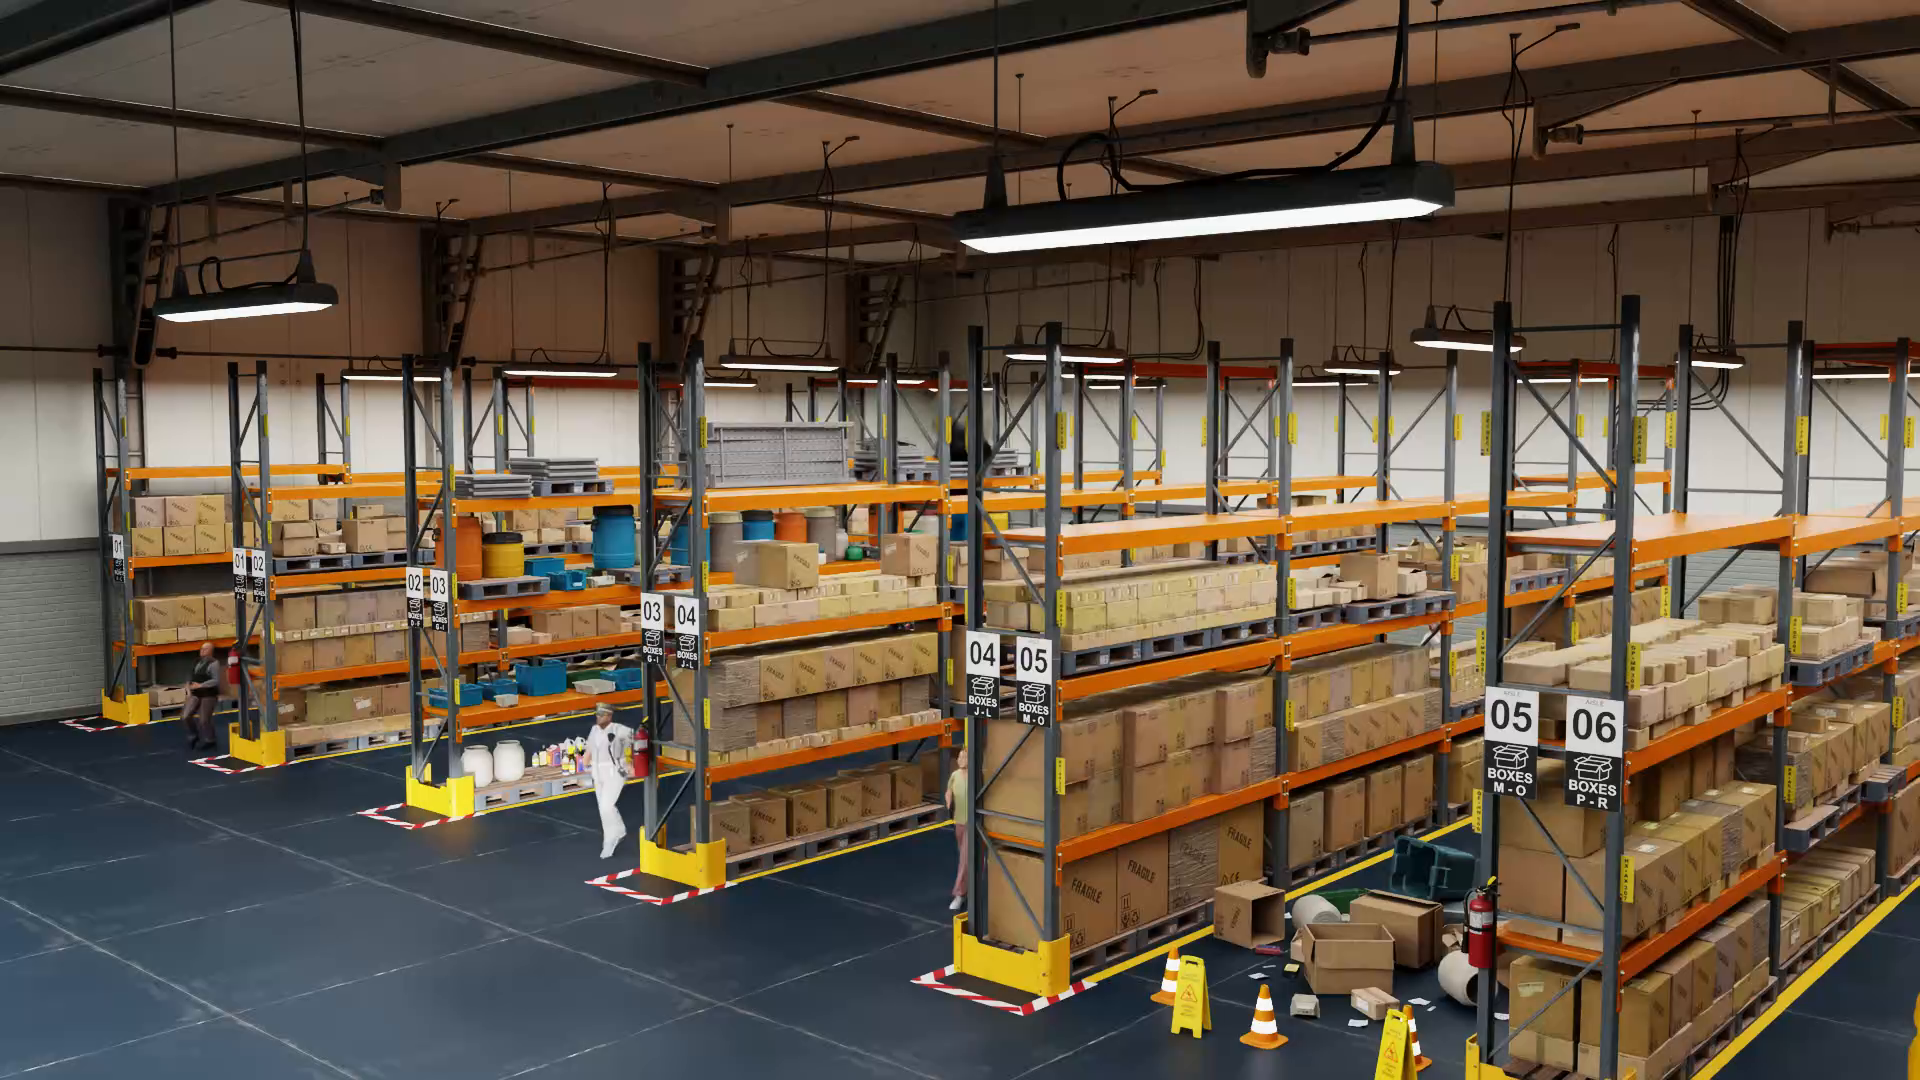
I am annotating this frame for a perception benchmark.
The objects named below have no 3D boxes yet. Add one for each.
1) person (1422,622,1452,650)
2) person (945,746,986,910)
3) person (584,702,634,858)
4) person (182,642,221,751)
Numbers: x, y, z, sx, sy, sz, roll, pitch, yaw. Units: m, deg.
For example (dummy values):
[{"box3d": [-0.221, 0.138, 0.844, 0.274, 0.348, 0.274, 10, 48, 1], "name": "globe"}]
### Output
[{"box3d": [8.593, 2.248, 29.914, 0.597, 1.475, 0.486, 0, 4, -5], "name": "person"}, {"box3d": [0.123, 3.026, 17.808, 0.585, 1.674, 0.950, 2, 5, 30], "name": "person"}, {"box3d": [-4.166, 2.828, 19.815, 0.706, 1.844, 0.706, 2, 5, 28], "name": "person"}, {"box3d": [-11.705, 2.435, 25.752, 0.656, 1.719, 0.647, 1, 4, 18], "name": "person"}]
